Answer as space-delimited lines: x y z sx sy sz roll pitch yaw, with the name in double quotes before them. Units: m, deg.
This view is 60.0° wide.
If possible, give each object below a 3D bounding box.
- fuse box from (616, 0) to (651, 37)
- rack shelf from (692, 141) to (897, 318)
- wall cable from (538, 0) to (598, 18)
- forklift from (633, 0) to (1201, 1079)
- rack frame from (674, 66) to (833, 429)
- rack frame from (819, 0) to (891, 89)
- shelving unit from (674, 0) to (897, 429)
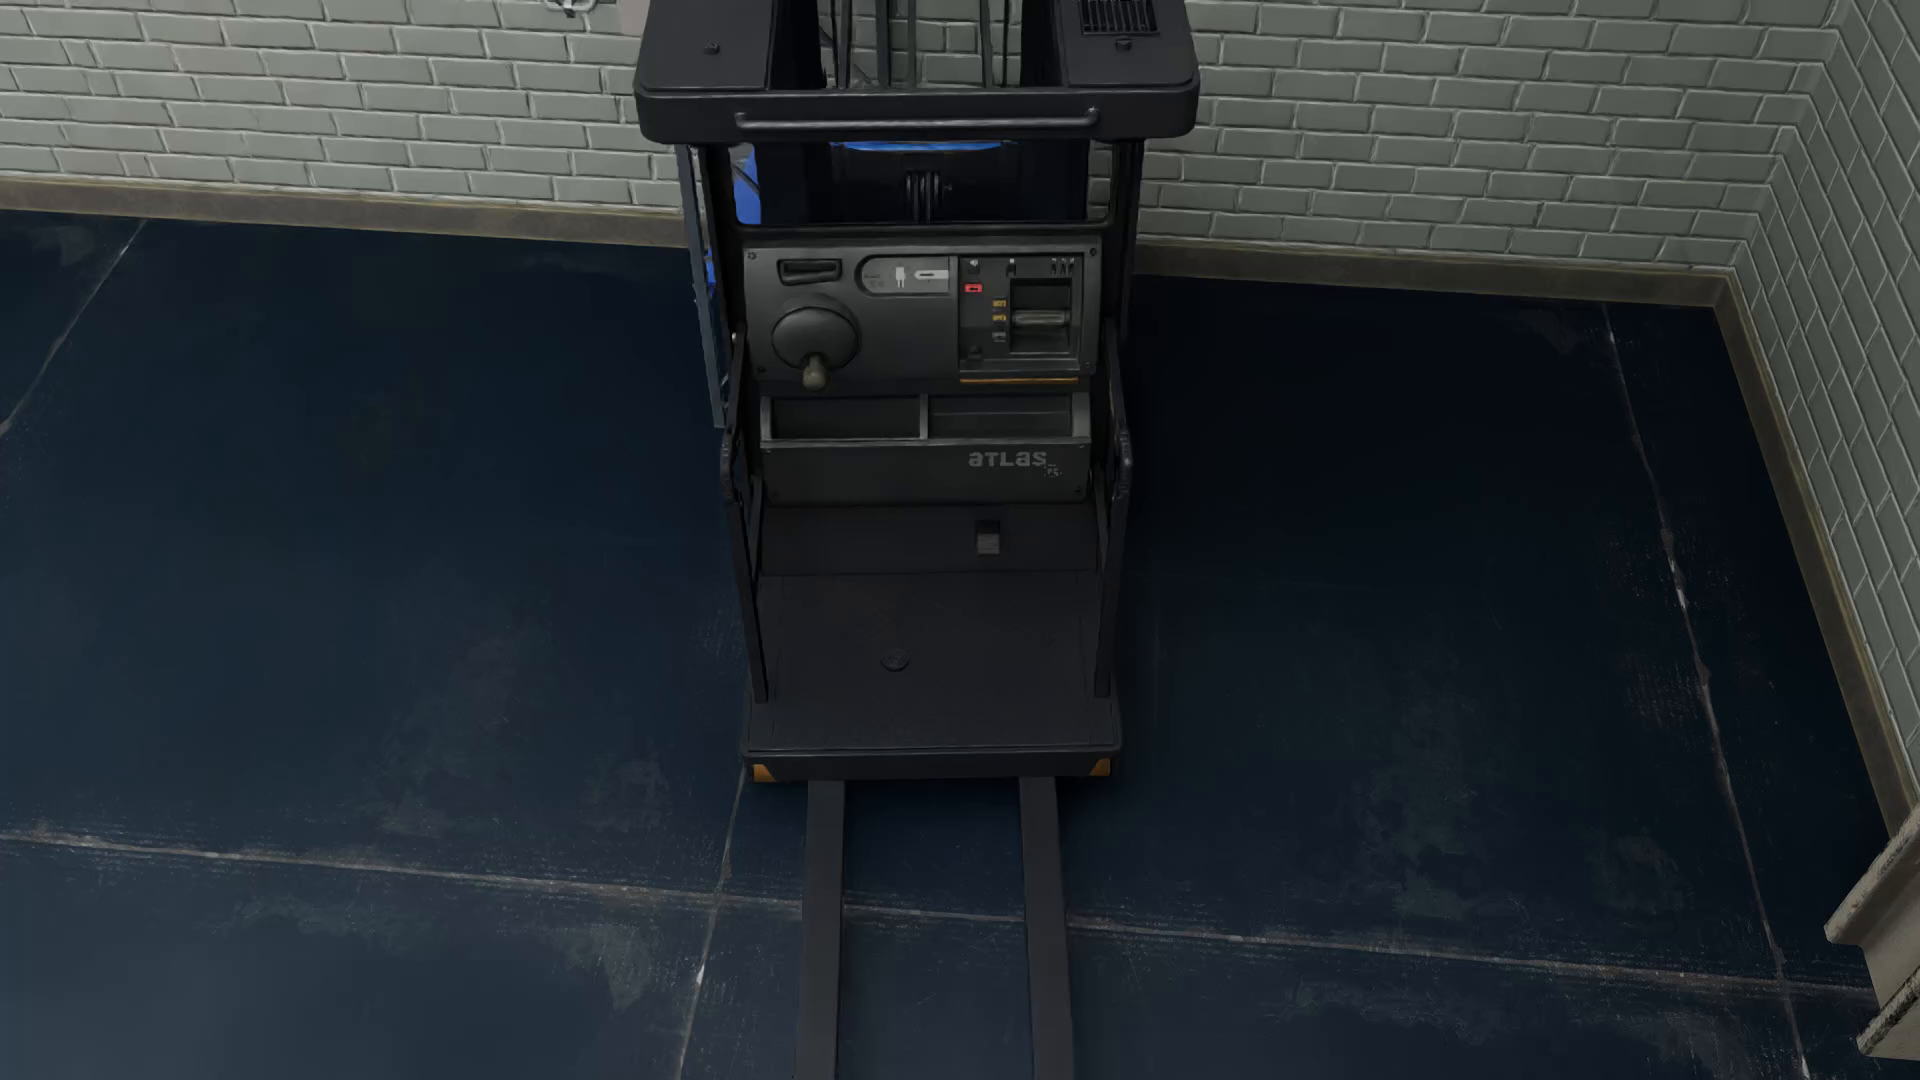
"fuse box" -0.918 -1.632 6.083 0.539 1.711 0.414 4 48 4
"rack shelf" -0.580 -1.156 6.045 0.538 0.185 1.000 6 46 6
"wall cable" -1.583 -2.571 5.380 0.588 1.984 0.122 4 48 4
"forklift" -0.089 -0.494 4.216 1.130 2.935 3.031 -1 48 -1
"rack frame" -0.654 -0.921 5.565 0.500 1.500 0.032 6 46 6
"rack frame" -0.506 -1.642 6.266 0.500 1.500 0.032 6 46 6
"shelving unit" -0.580 -1.282 5.916 0.538 1.500 1.048 6 46 6
